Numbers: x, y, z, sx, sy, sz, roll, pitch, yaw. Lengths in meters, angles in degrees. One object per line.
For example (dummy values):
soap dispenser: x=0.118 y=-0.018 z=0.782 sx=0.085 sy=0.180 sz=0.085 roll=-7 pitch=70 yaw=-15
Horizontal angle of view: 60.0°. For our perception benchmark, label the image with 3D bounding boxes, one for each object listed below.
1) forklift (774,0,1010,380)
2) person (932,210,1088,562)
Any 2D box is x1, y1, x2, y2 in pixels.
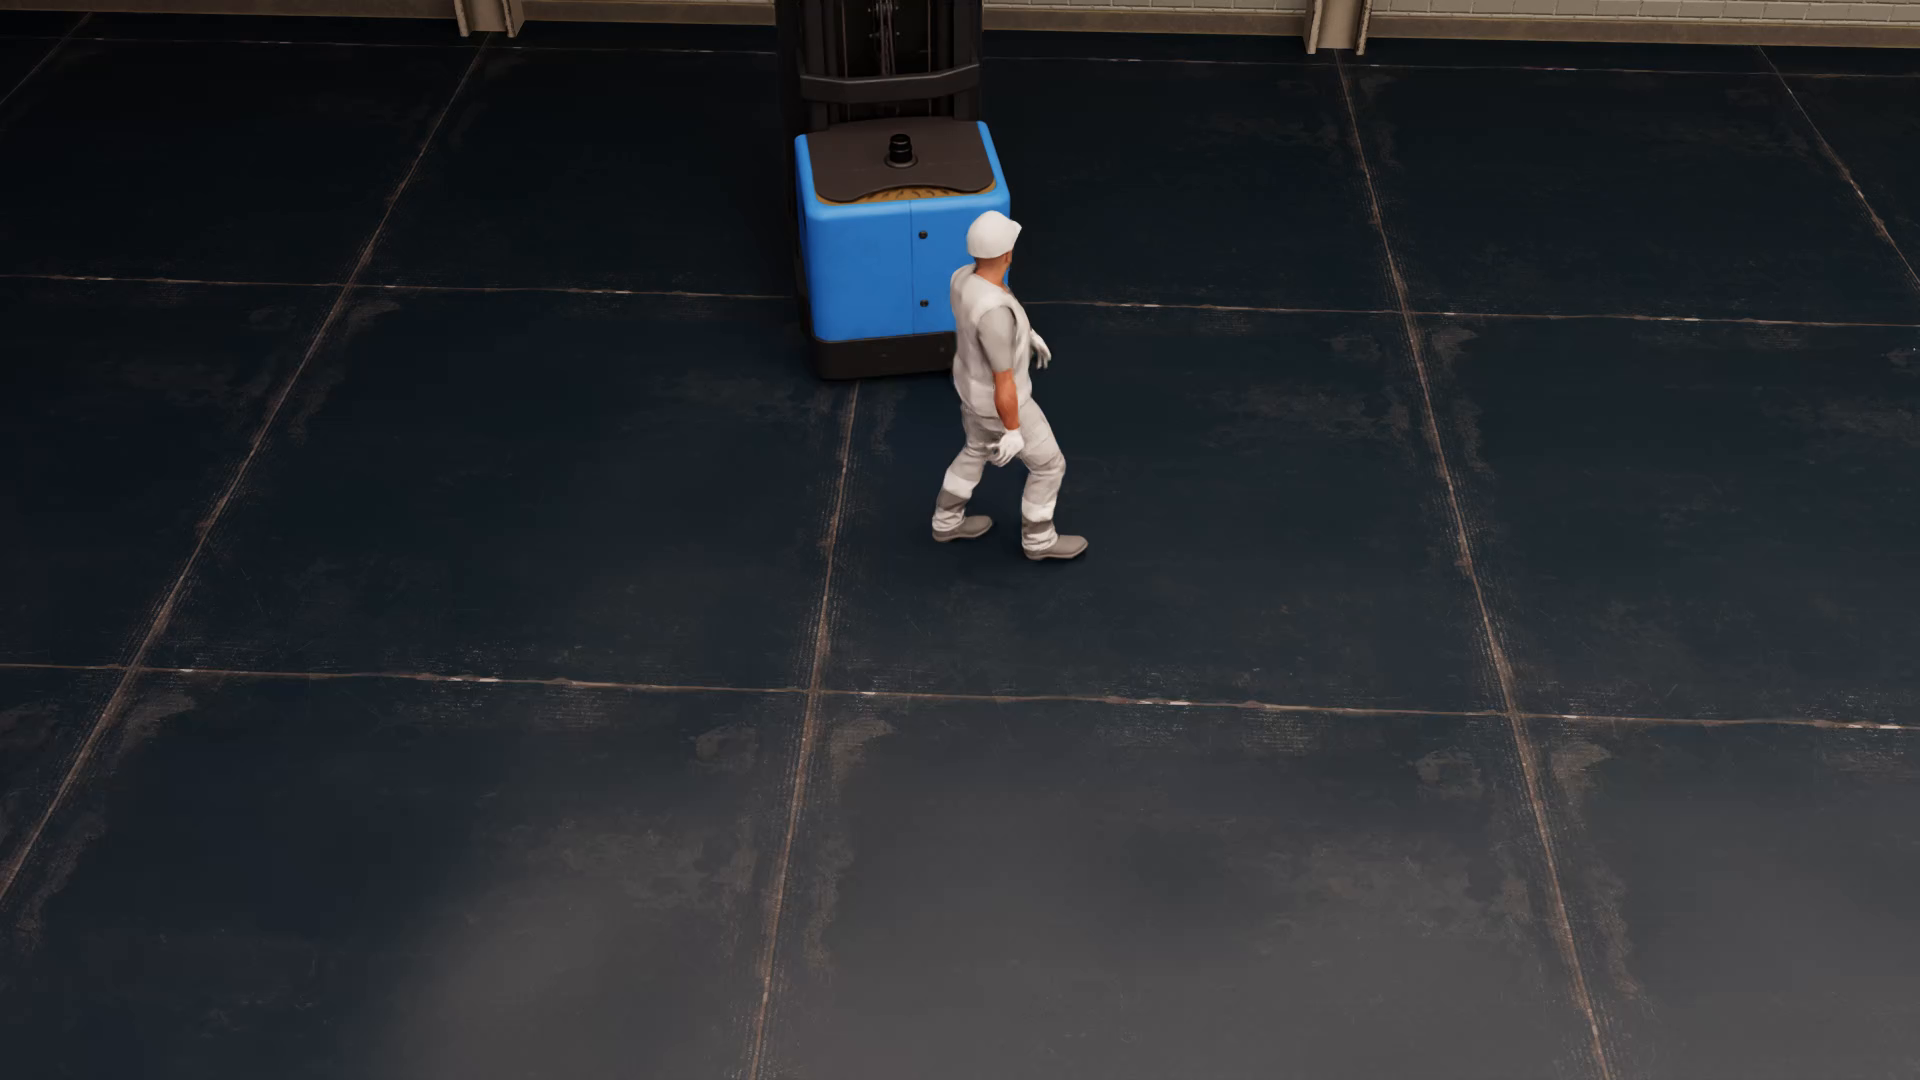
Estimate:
forklift: x=-0.464 y=-2.922 z=8.943 sx=1.130 sy=2.935 sz=3.031 roll=-6 pitch=43 yaw=-6
person: x=0.208 y=-0.655 z=7.352 sx=0.645 sy=1.745 sz=0.668 roll=-15 pitch=45 yaw=-16
